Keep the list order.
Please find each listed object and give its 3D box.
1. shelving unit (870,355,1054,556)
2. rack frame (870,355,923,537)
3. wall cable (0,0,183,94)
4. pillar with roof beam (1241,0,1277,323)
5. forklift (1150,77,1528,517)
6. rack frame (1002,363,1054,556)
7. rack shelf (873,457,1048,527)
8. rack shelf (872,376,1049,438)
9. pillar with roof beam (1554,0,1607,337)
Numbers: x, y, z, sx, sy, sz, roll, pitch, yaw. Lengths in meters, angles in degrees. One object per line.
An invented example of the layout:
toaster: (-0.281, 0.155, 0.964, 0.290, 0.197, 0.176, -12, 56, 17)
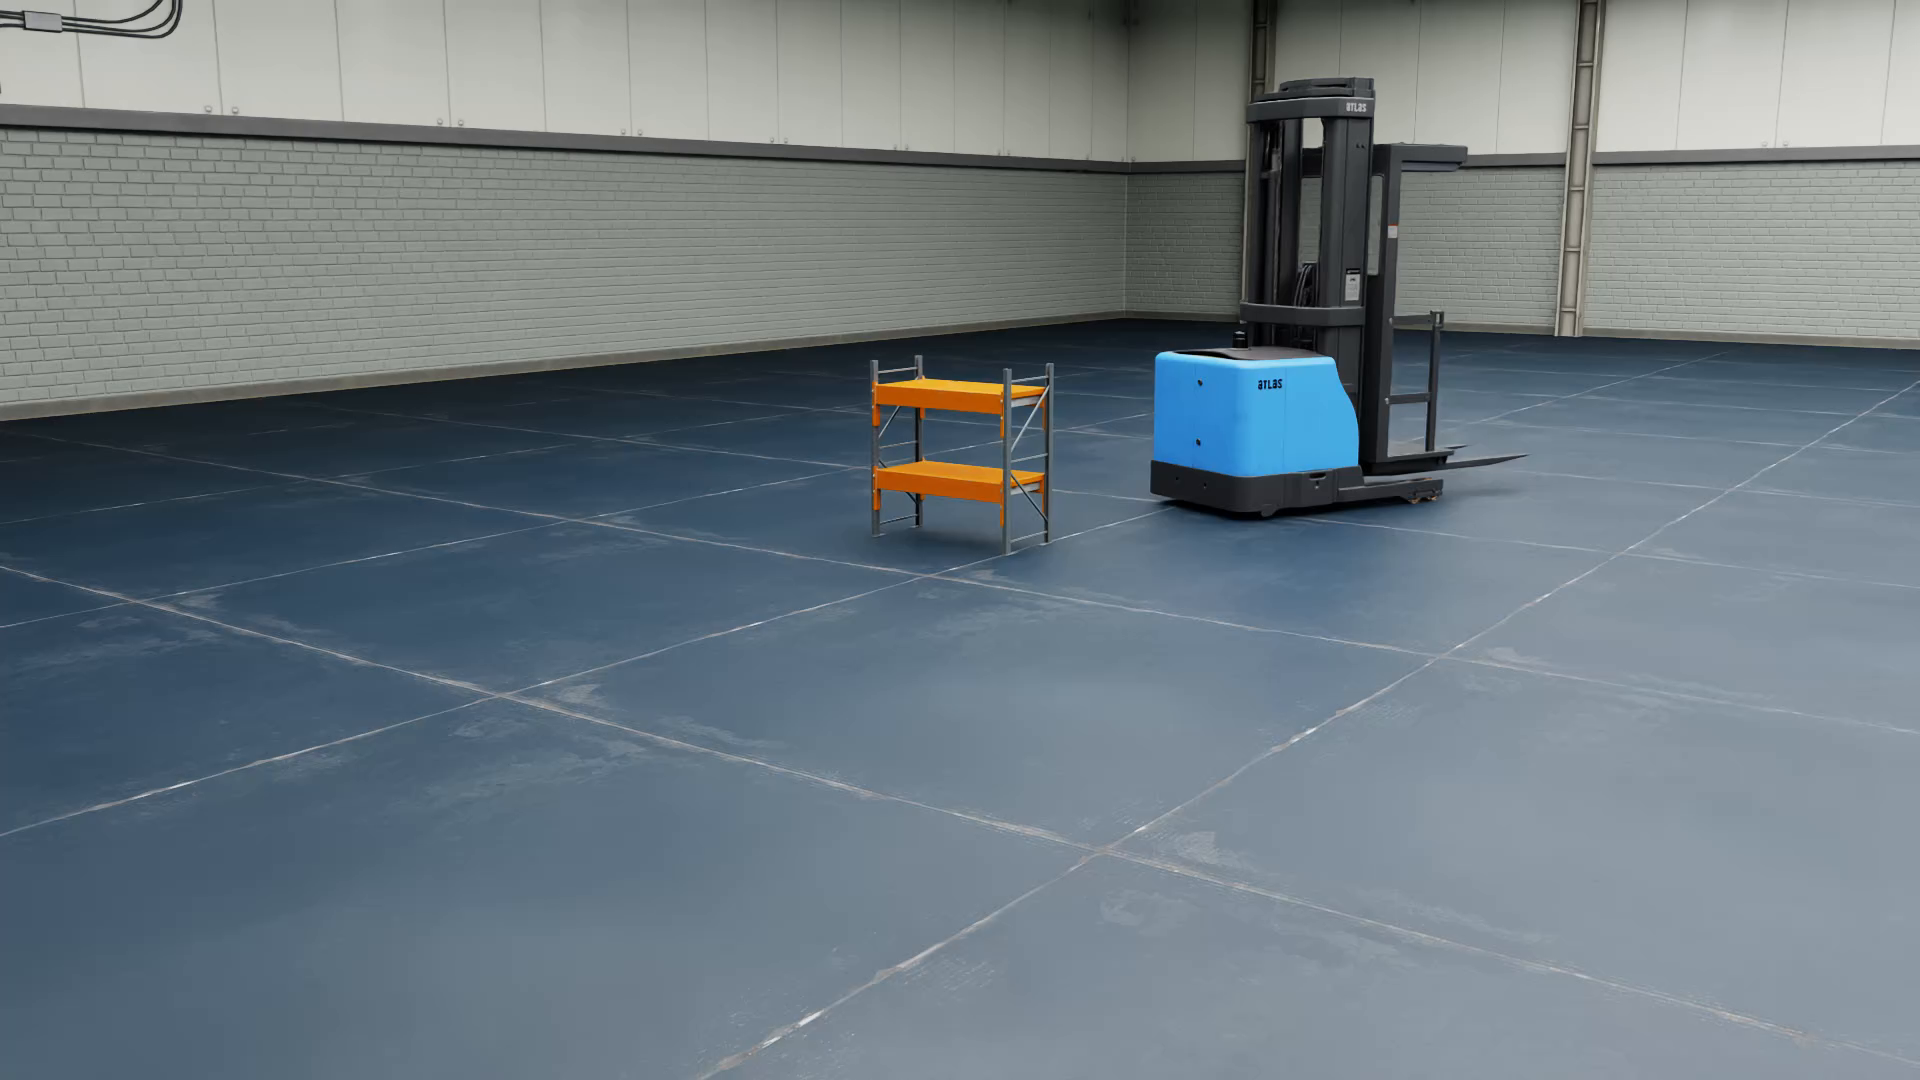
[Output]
shelving unit: (0.005, -0.552, 10.419, 1.048, 1.125, 0.538, 8, 13, 36)
rack frame: (-0.404, -0.609, 10.714, 0.032, 1.125, 0.500, 8, 13, 36)
wall cable: (-8.915, -7.453, 16.408, 0.169, 6.003, 2.305, 8, 13, 36)
pillar with roof beam: (3.142, -7.961, 27.990, 0.548, 9.000, 9.100, 8, 13, 36)
forklift: (2.889, -1.778, 12.006, 3.031, 2.935, 1.130, -7, 13, -31)
rack frame: (0.415, -0.494, 10.124, 0.032, 1.125, 0.500, 8, 13, 36)
rack shelf: (0.005, -0.311, 10.465, 1.000, 0.278, 0.538, 8, 13, 36)
rack shelf: (0.005, -0.839, 10.363, 1.000, 0.278, 0.538, 8, 13, 36)
pillar with roof beam: (7.978, -7.287, 24.503, 0.400, 9.000, 9.100, 8, 13, 36)
